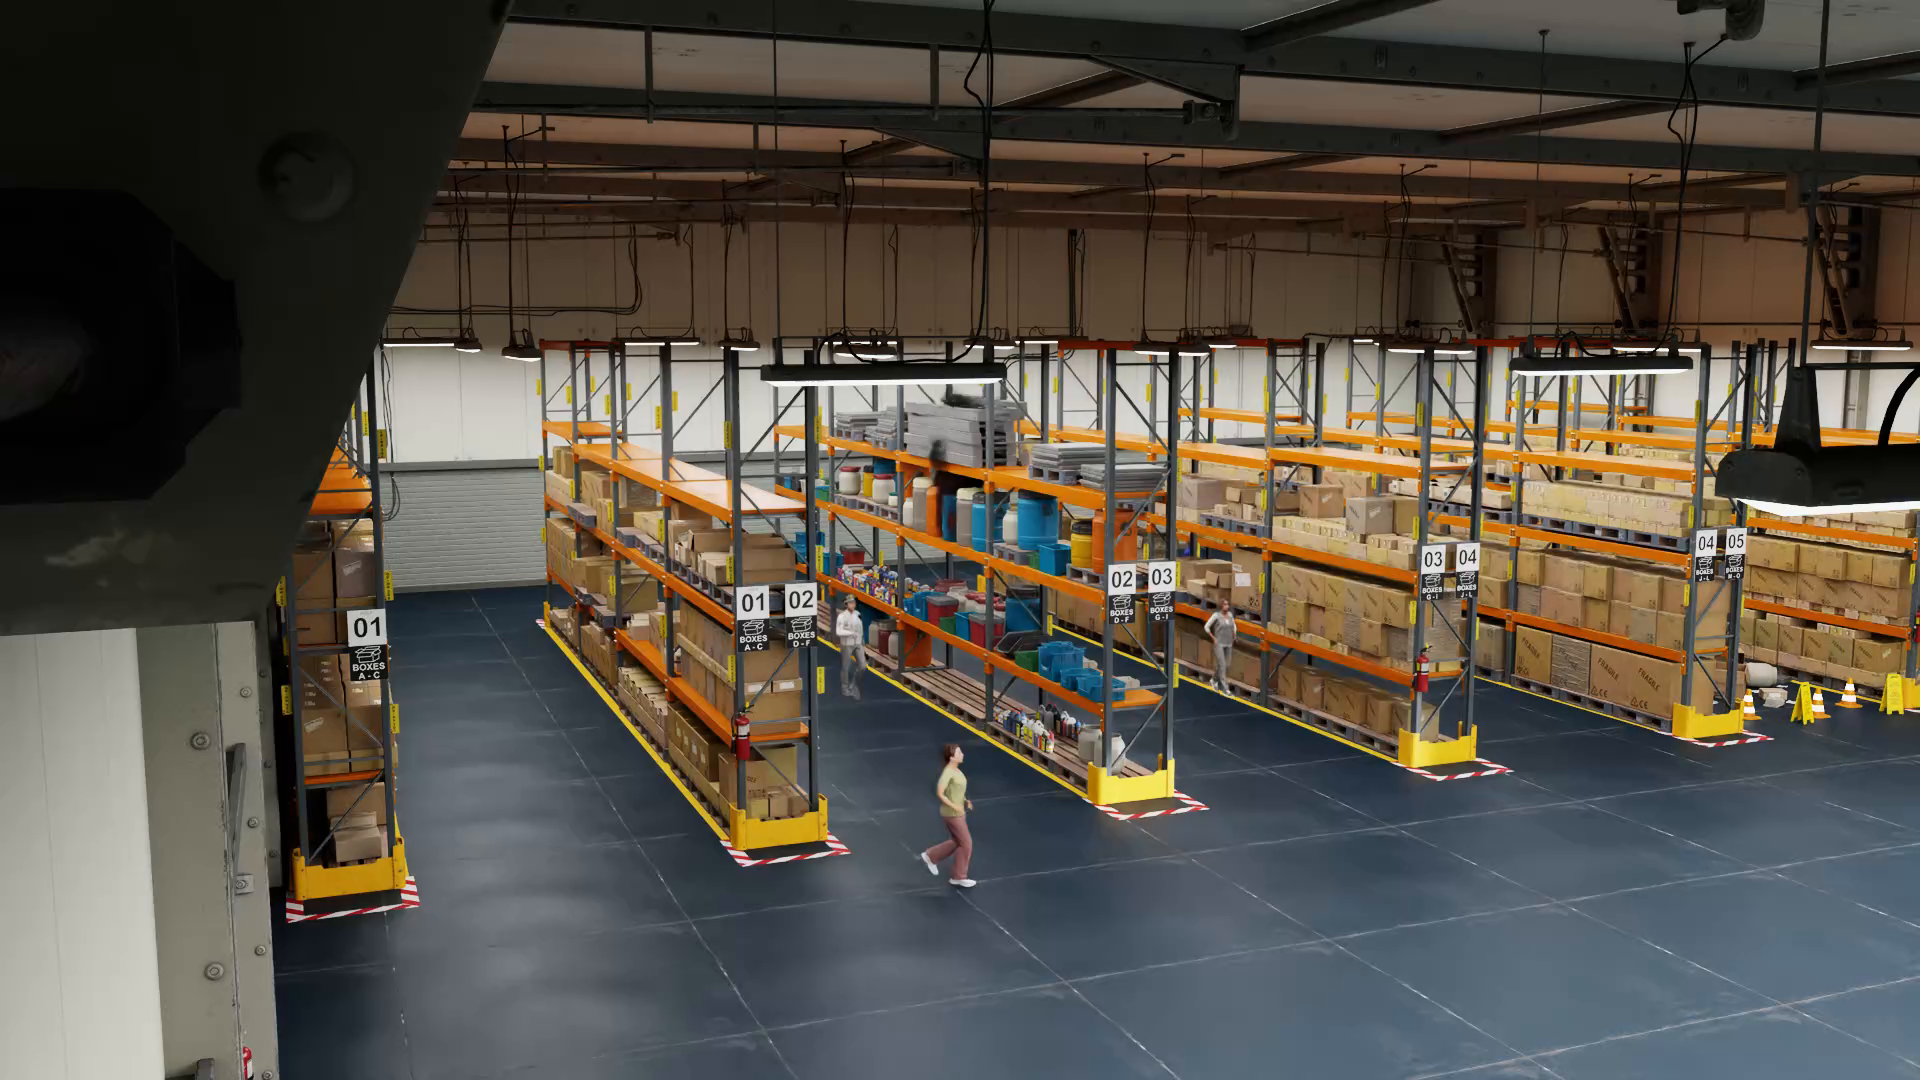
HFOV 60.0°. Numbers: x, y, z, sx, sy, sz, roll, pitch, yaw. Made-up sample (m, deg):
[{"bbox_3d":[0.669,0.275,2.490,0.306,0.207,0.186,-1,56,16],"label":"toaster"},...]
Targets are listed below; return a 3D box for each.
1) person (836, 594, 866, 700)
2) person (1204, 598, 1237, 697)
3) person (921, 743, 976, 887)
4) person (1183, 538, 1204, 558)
[{"bbox_3d":[-1.710,1.737,26.863,0.596,1.744,0.609,-5,9,-33],"label":"person"},{"bbox_3d":[4.281,1.777,27.119,0.558,1.497,0.678,-4,8,-28],"label":"person"},{"bbox_3d":[-0.139,3.092,18.745,0.643,1.643,0.602,1,8,8],"label":"person"},{"bbox_3d":[5.174,0.738,36.913,0.587,1.655,0.831,-3,8,-19],"label":"person"}]
